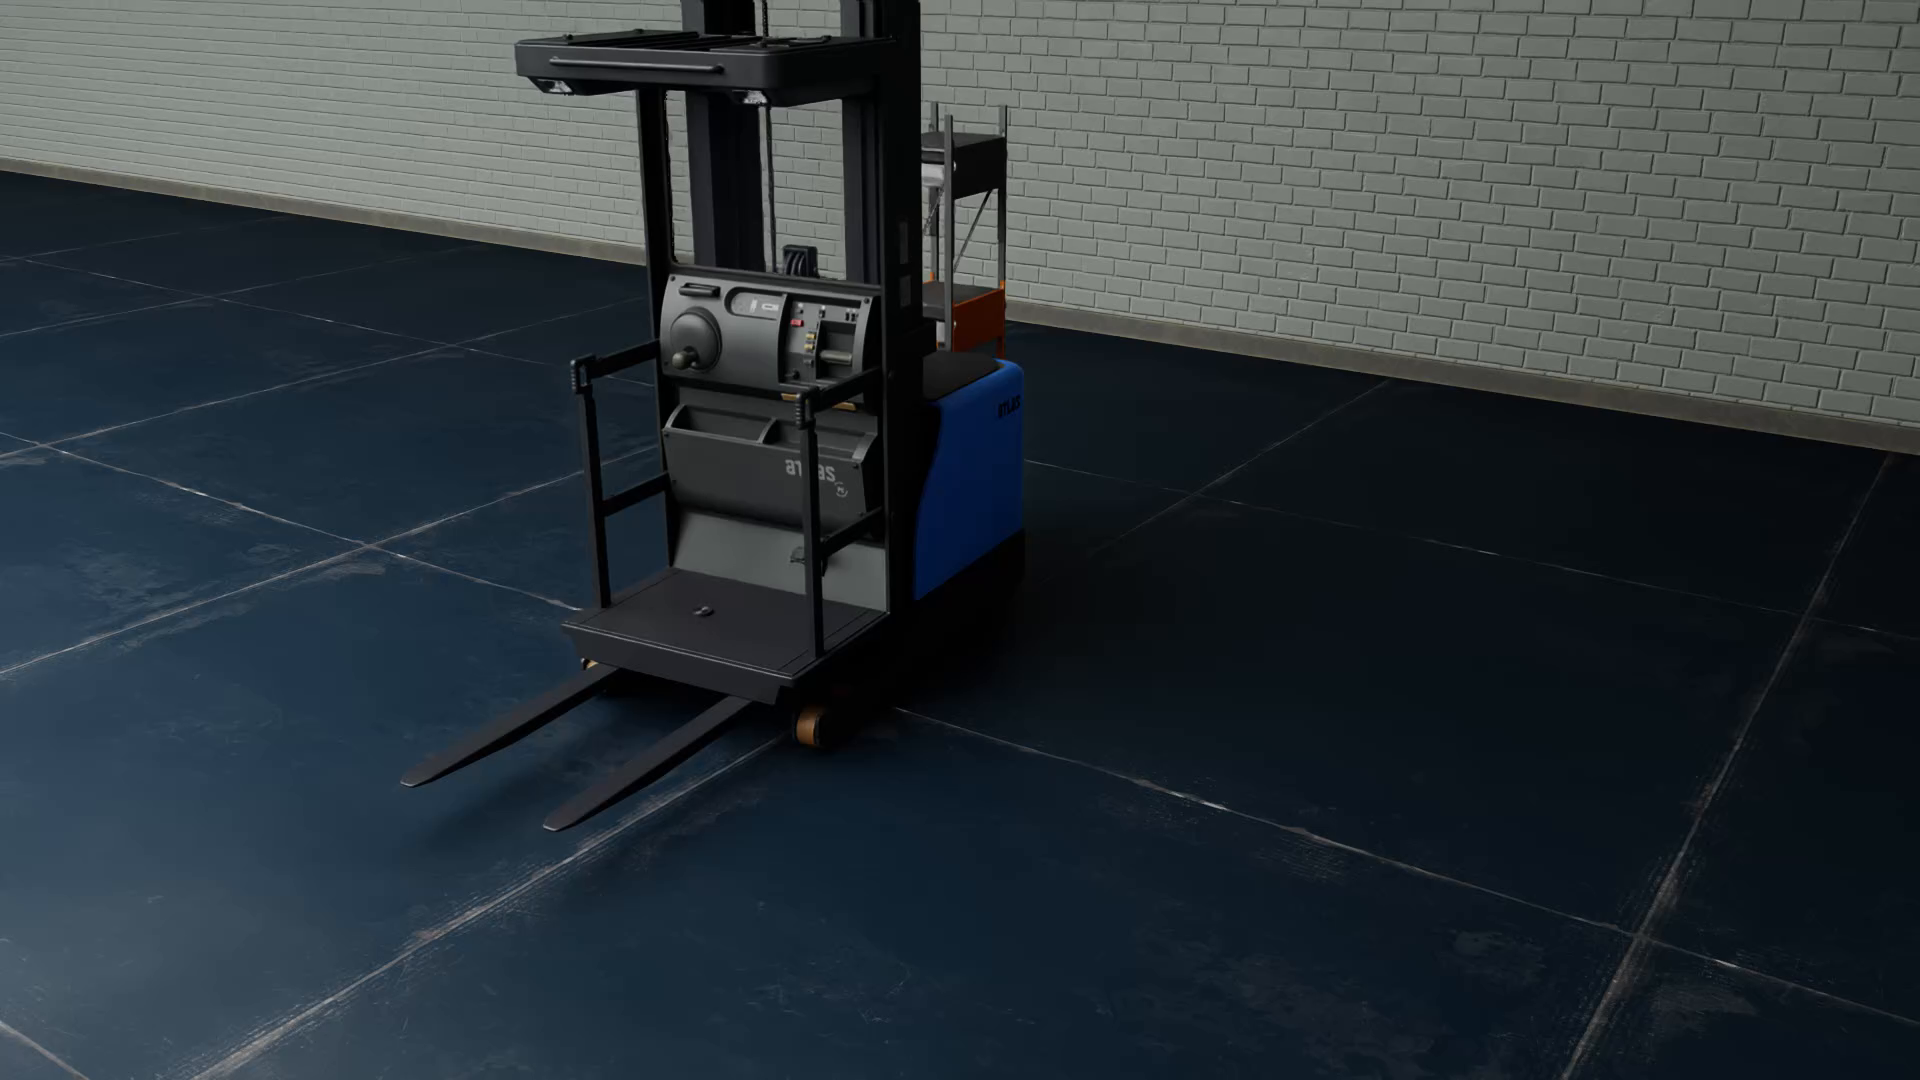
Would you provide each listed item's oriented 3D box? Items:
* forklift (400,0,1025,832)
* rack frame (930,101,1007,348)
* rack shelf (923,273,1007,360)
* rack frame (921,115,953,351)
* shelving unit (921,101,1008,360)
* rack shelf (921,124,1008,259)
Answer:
[{"bbox_3d":[-0.841,-0.778,6.144,1.130,2.935,3.031,10,23,26],"label":"forklift"},{"bbox_3d":[0.038,-1.025,8.008,0.400,2.100,0.015,11,23,28],"label":"rack frame"},{"bbox_3d":[-0.085,-0.939,7.815,0.431,0.518,0.480,11,23,28],"label":"rack shelf"},{"bbox_3d":[-0.208,-0.878,7.612,0.400,2.100,0.015,11,23,28],"label":"rack frame"},{"bbox_3d":[-0.085,-0.951,7.810,0.431,2.100,0.503,11,23,28],"label":"shelving unit"},{"bbox_3d":[-0.085,-1.595,7.572,0.431,0.518,0.480,11,23,28],"label":"rack shelf"}]
